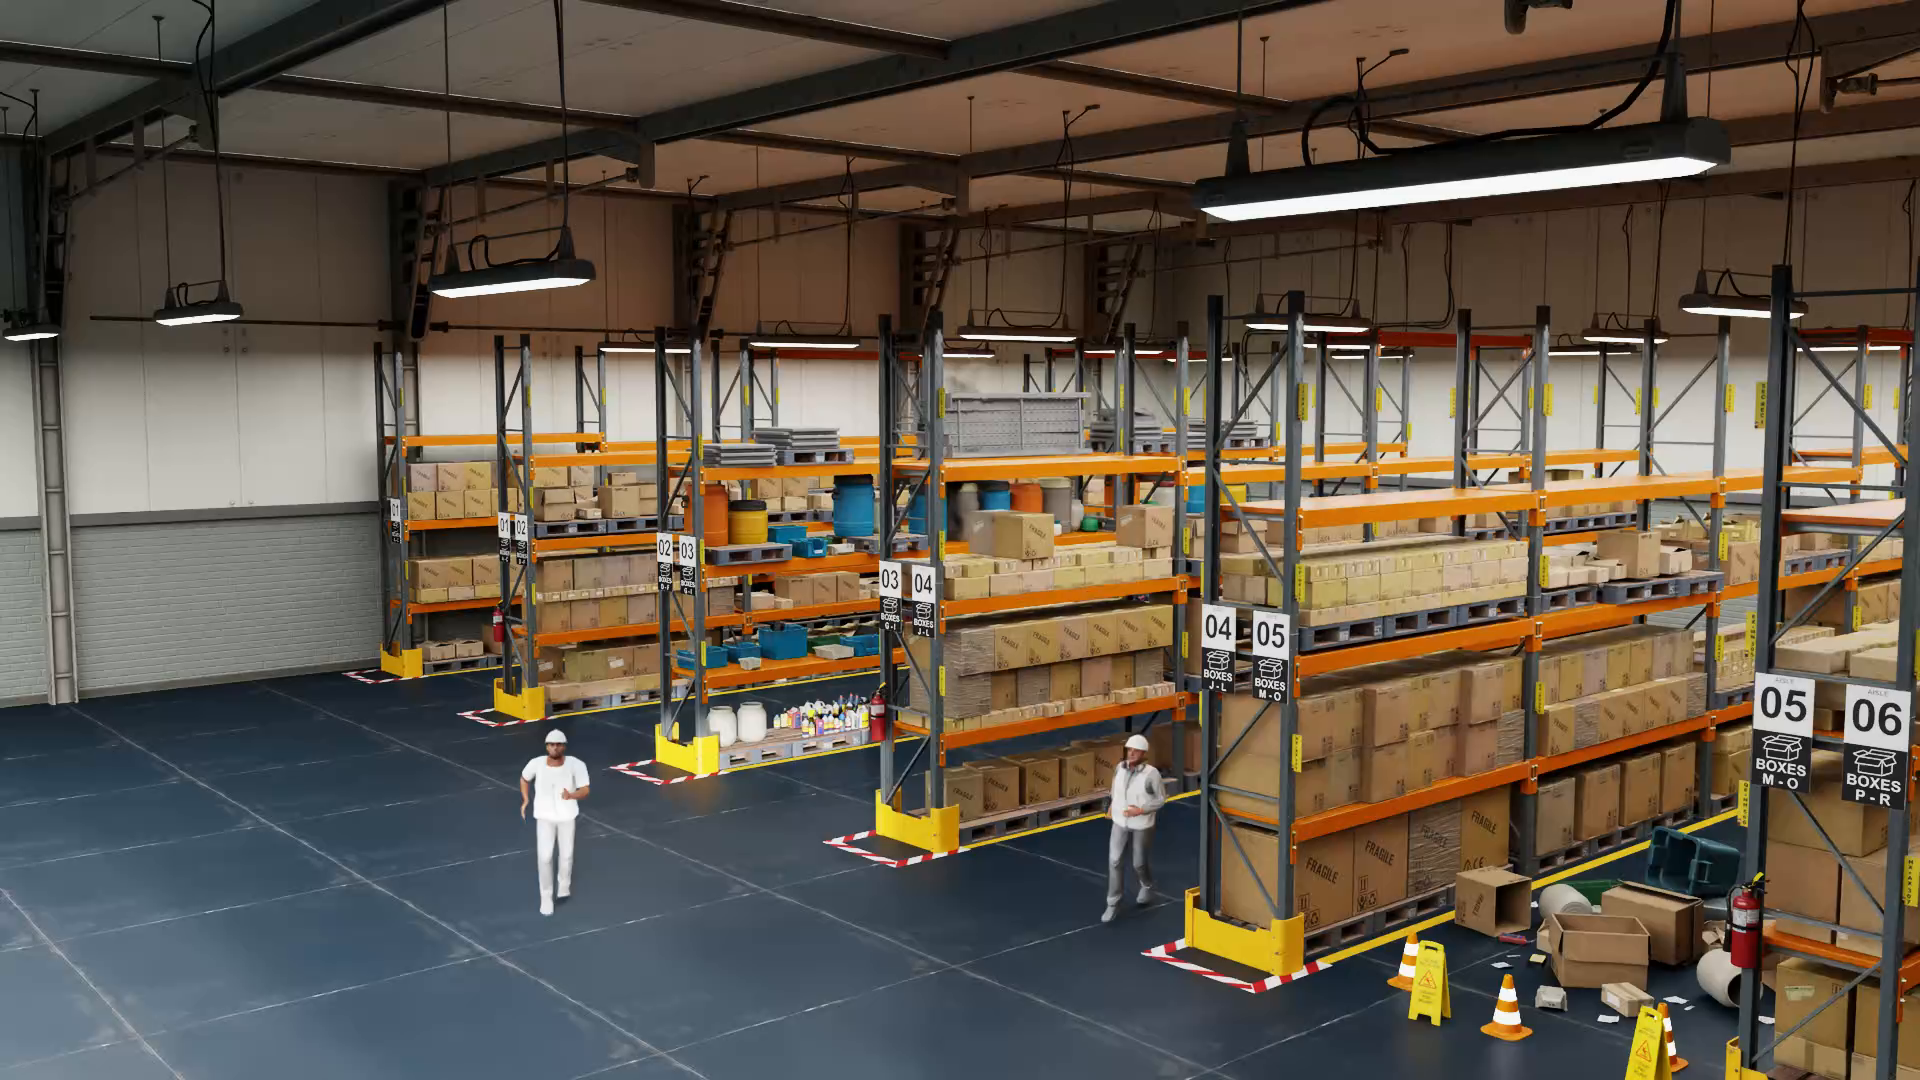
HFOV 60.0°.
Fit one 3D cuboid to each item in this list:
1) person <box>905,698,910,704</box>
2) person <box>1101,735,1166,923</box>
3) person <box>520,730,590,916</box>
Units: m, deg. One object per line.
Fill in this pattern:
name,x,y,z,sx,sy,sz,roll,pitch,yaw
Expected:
person,-0.542,1.822,27.423,0.971,1.689,0.675,-5,7,-42
person,1.726,2.800,16.341,0.663,1.810,0.878,3,6,29
person,-4.014,2.788,16.518,0.669,1.823,0.751,-1,5,-14
